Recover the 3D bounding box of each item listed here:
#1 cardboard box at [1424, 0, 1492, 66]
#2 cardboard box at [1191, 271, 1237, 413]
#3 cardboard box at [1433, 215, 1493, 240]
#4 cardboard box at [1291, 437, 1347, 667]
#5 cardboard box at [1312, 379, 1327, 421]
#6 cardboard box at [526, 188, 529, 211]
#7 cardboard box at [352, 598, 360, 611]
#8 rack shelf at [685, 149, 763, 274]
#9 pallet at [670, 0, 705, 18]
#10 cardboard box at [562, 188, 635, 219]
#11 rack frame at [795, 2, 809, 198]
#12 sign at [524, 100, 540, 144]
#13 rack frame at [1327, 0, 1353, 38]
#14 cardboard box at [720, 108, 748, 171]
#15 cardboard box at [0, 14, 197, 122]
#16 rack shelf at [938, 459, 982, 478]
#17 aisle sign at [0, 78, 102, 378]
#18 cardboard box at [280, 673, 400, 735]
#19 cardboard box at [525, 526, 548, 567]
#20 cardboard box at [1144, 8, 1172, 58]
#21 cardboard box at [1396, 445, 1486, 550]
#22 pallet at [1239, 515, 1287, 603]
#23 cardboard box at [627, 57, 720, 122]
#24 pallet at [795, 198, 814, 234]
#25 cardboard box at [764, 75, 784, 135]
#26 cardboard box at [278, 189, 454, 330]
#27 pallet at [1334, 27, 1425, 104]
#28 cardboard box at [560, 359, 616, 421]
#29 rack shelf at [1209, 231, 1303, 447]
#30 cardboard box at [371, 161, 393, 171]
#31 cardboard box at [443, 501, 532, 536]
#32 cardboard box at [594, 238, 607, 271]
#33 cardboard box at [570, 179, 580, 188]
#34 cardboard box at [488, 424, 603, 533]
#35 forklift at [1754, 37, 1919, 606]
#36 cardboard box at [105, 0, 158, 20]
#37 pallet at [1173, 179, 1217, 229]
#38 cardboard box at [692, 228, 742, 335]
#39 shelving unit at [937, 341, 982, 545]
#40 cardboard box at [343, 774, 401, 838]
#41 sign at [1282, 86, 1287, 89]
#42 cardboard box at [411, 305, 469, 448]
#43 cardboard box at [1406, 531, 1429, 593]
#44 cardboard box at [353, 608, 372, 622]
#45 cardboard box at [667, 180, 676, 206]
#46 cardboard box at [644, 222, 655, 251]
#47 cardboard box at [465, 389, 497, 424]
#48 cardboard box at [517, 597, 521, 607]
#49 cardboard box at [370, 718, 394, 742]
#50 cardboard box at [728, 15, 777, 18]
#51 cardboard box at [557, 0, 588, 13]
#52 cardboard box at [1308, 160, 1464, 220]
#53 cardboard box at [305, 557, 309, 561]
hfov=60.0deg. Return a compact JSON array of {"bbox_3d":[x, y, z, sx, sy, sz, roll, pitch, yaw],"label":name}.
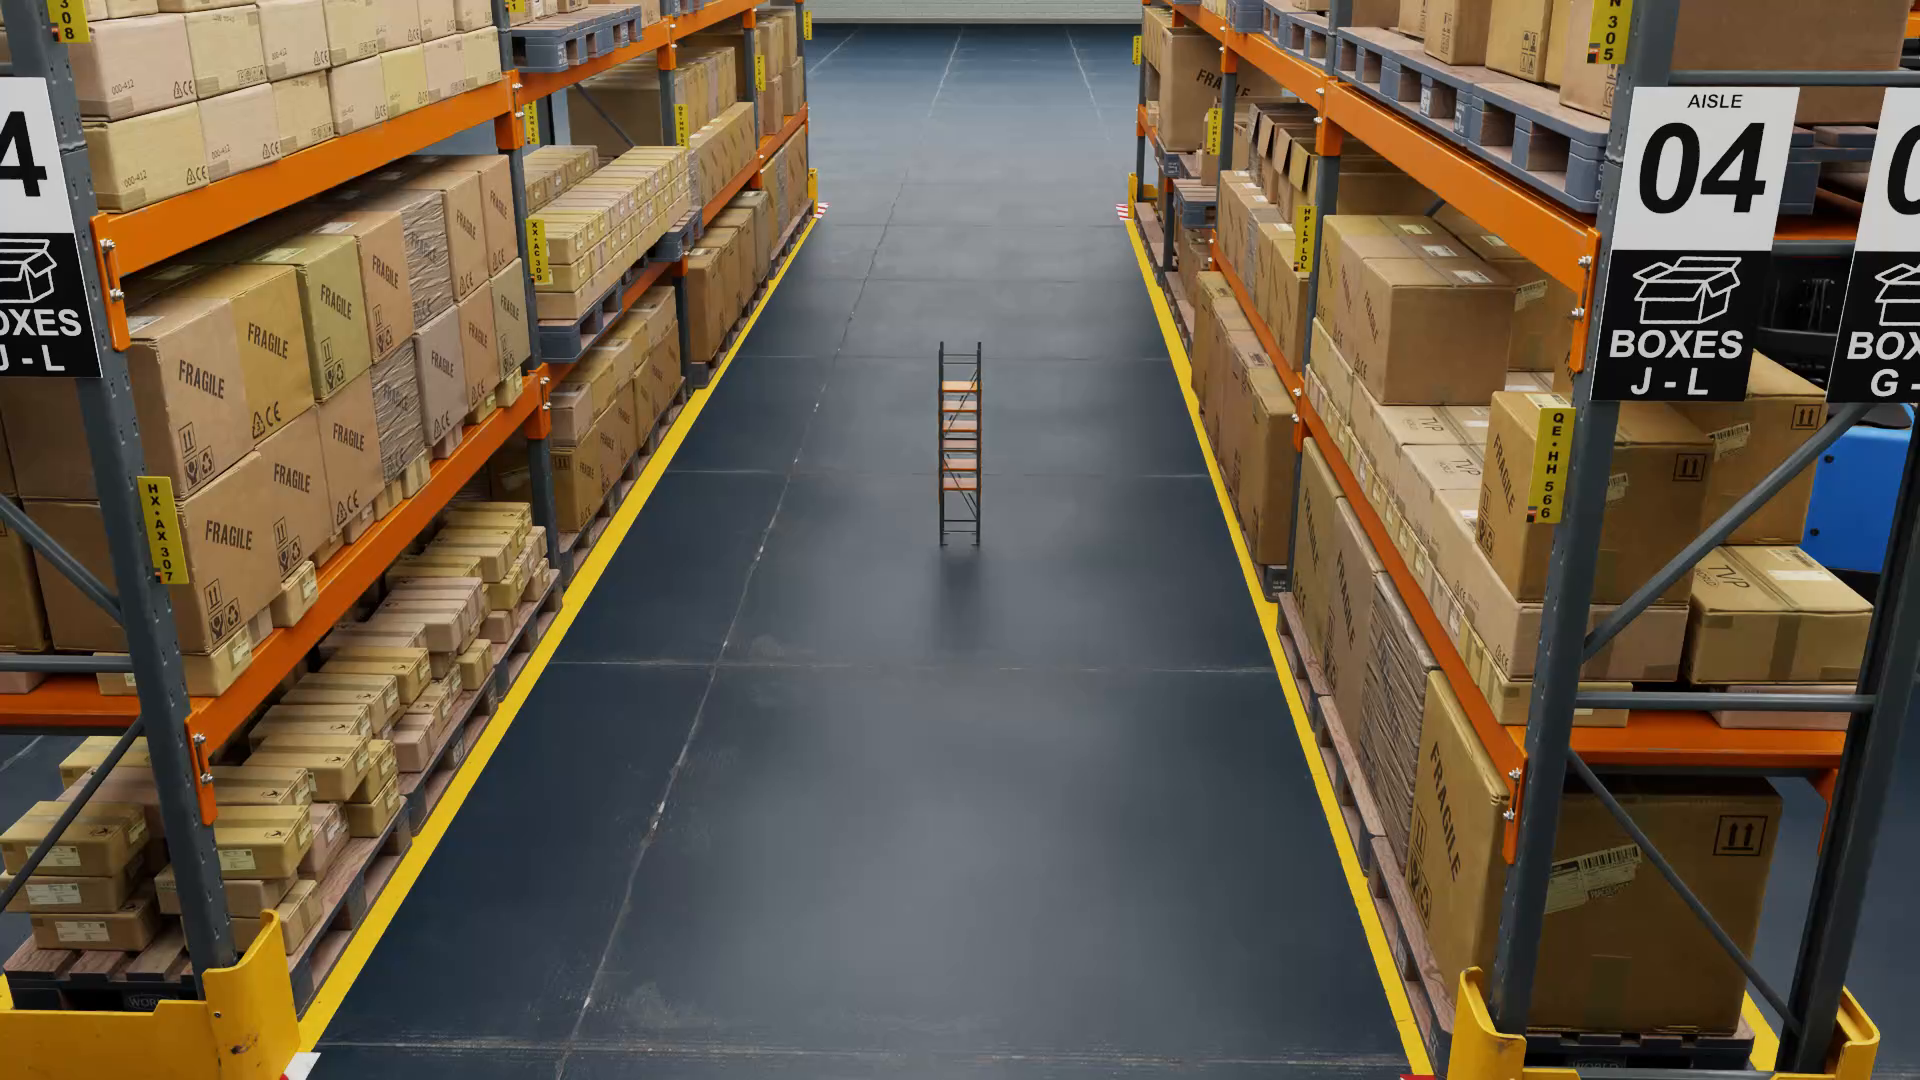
[{"bbox_3d":[2.111,-2.005,6.047,0.700,0.500,0.500,2,21,4],"label":"cardboard box"},{"bbox_3d":[2.333,-1.386,11.810,1.225,0.875,0.875,0,21,-1],"label":"cardboard box"},{"bbox_3d":[2.506,-1.233,7.818,0.500,0.500,0.500,1,21,3],"label":"cardboard box"},{"bbox_3d":[2.153,0.049,8.112,0.875,0.875,0.875,1,21,2],"label":"cardboard box"},{"bbox_3d":[1.904,-0.668,7.951,0.380,0.149,0.250,0,21,0],"label":"cardboard box"},{"bbox_3d":[-2.844,-2.049,10.108,0.380,0.149,0.250,0,21,-1],"label":"cardboard box"},{"bbox_3d":[-3.020,0.280,7.698,0.380,0.149,0.250,1,21,3],"label":"cardboard box"},{"bbox_3d":[-2.519,-2.909,14.373,1.077,0.370,4.000,1,21,2],"label":"rack shelf"},{"bbox_3d":[-2.613,-4.065,12.472,1.213,0.211,1.003,2,21,4],"label":"pallet"},{"bbox_3d":[-2.191,-2.035,10.072,0.380,0.149,0.250,1,21,4],"label":"cardboard box"},{"bbox_3d":[-2.337,-5.413,19.834,1.000,3.000,0.127,1,21,2],"label":"rack frame"},{"bbox_3d":[-3.135,-3.065,12.182,0.100,0.325,0.005,1,21,2],"label":"sign"},{"bbox_3d":[2.253,-3.780,7.332,1.000,3.000,0.127,1,21,2],"label":"rack frame"},{"bbox_3d":[-2.222,-3.639,15.124,0.500,0.500,0.500,0,21,1],"label":"cardboard box"},{"bbox_3d":[-2.550,-1.349,4.729,0.500,0.250,0.500,1,21,2],"label":"cardboard box"},{"bbox_3d":[0.000,-0.411,9.885,0.258,0.103,0.180,1,21,2],"label":"rack shelf"},{"bbox_3d":[-2.526,-0.811,4.377,0.394,0.787,0.004,1,21,2],"label":"aisle sign"},{"bbox_3d":[-2.501,0.661,6.718,0.380,0.149,0.250,1,21,4],"label":"cardboard box"},{"bbox_3d":[-2.393,0.038,8.735,0.380,0.149,0.250,1,21,3],"label":"cardboard box"},{"bbox_3d":[2.307,-5.597,18.376,0.500,0.500,0.500,1,21,2],"label":"cardboard box"},{"bbox_3d":[1.912,-0.151,6.069,0.500,0.250,0.500,0,21,0],"label":"cardboard box"},{"bbox_3d":[2.201,0.037,9.642,1.003,0.211,1.213,1,21,2],"label":"pallet"},{"bbox_3d":[-2.497,-3.932,14.494,0.700,0.500,0.500,1,21,2],"label":"cardboard box"},{"bbox_3d":[-2.283,-3.823,19.591,1.003,0.211,1.213,1,21,2],"label":"pallet"},{"bbox_3d":[-2.331,-4.564,17.436,0.875,0.550,0.550,1,21,2],"label":"cardboard box"},{"bbox_3d":[-2.486,-1.181,6.995,0.500,0.500,0.500,1,21,3],"label":"cardboard box"},{"bbox_3d":[2.218,-2.045,7.128,1.003,0.211,1.213,1,21,2],"label":"pallet"},{"bbox_3d":[-2.401,-0.911,10.069,0.500,0.250,0.500,1,21,3],"label":"cardboard box"},{"bbox_3d":[2.314,-1.371,10.411,1.077,0.370,4.000,1,21,2],"label":"rack shelf"},{"bbox_3d":[-2.959,-1.565,7.985,0.500,0.500,0.500,1,21,3],"label":"cardboard box"},{"bbox_3d":[-2.452,-0.087,8.645,0.380,0.149,0.250,1,21,3],"label":"cardboard box"},{"bbox_3d":[-2.216,-1.616,9.403,0.380,0.149,0.250,1,21,3],"label":"cardboard box"},{"bbox_3d":[-2.806,-2.371,11.348,0.380,0.149,0.250,0,21,0],"label":"cardboard box"},{"bbox_3d":[-2.414,-0.369,9.709,0.500,0.500,0.500,1,21,4],"label":"cardboard box"},{"bbox_3d":[4.947,-1.464,9.749,1.130,2.935,3.031,7,22,18],"label":"forklift"},{"bbox_3d":[-2.560,-1.582,4.778,0.380,0.149,0.250,1,21,4],"label":"cardboard box"},{"bbox_3d":[2.290,-2.599,12.846,1.213,0.211,1.003,1,21,2],"label":"pallet"},{"bbox_3d":[-2.448,-2.203,14.090,1.050,0.750,0.750,1,21,2],"label":"cardboard box"},{"bbox_3d":[0.000,-0.565,9.825,0.258,1.200,0.189,1,21,2],"label":"shelving unit"},{"bbox_3d":[-2.443,1.042,6.556,0.380,0.149,0.250,1,21,2],"label":"cardboard box"},{"bbox_3d":[3.051,-4.411,15.650,0.100,0.325,0.005,1,21,2],"label":"sign"},{"bbox_3d":[-2.467,-0.714,7.174,0.500,0.500,0.500,1,21,1],"label":"cardboard box"},{"bbox_3d":[1.843,0.078,6.028,0.380,0.149,0.250,0,21,0],"label":"cardboard box"},{"bbox_3d":[-2.965,0.425,7.735,0.380,0.149,0.250,2,21,4],"label":"cardboard box"},{"bbox_3d":[-2.152,-2.363,11.327,0.380,0.149,0.250,1,21,3],"label":"cardboard box"},{"bbox_3d":[-2.180,-1.952,10.681,0.380,0.149,0.250,1,21,3],"label":"cardboard box"},{"bbox_3d":[-2.443,-0.661,7.934,0.380,0.149,0.250,1,21,4],"label":"cardboard box"},{"bbox_3d":[-2.464,0.297,8.476,0.380,0.149,0.250,1,21,3],"label":"cardboard box"},{"bbox_3d":[-2.538,0.803,6.761,0.380,0.149,0.250,0,21,-1],"label":"cardboard box"},{"bbox_3d":[-2.464,-5.452,18.233,0.875,0.550,0.550,1,21,2],"label":"cardboard box"},{"bbox_3d":[-2.523,-3.274,9.450,0.797,0.503,0.637,0,21,1],"label":"cardboard box"},{"bbox_3d":[2.264,-1.729,8.813,0.797,0.503,0.637,0,21,0],"label":"cardboard box"},{"bbox_3d":[-2.587,0.091,5.995,0.380,0.149,0.250,2,21,4],"label":"cardboard box"}]
